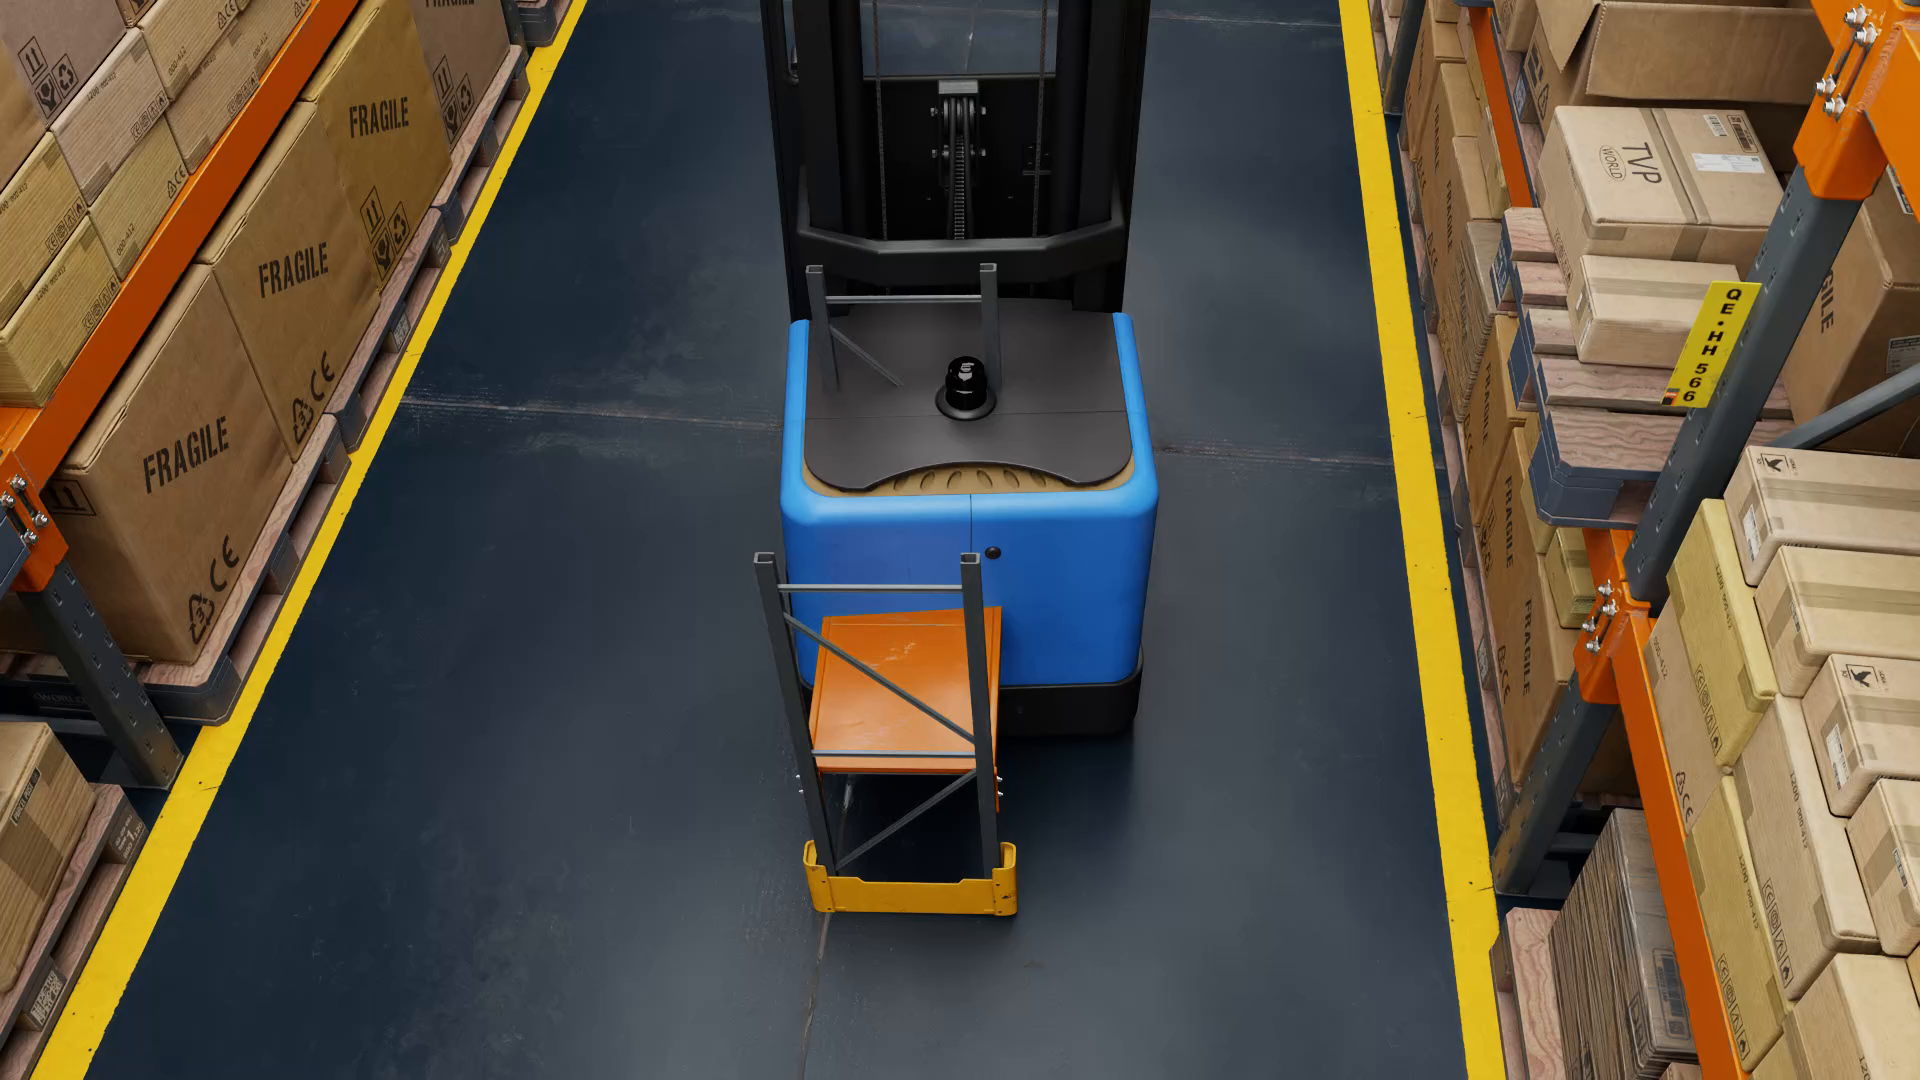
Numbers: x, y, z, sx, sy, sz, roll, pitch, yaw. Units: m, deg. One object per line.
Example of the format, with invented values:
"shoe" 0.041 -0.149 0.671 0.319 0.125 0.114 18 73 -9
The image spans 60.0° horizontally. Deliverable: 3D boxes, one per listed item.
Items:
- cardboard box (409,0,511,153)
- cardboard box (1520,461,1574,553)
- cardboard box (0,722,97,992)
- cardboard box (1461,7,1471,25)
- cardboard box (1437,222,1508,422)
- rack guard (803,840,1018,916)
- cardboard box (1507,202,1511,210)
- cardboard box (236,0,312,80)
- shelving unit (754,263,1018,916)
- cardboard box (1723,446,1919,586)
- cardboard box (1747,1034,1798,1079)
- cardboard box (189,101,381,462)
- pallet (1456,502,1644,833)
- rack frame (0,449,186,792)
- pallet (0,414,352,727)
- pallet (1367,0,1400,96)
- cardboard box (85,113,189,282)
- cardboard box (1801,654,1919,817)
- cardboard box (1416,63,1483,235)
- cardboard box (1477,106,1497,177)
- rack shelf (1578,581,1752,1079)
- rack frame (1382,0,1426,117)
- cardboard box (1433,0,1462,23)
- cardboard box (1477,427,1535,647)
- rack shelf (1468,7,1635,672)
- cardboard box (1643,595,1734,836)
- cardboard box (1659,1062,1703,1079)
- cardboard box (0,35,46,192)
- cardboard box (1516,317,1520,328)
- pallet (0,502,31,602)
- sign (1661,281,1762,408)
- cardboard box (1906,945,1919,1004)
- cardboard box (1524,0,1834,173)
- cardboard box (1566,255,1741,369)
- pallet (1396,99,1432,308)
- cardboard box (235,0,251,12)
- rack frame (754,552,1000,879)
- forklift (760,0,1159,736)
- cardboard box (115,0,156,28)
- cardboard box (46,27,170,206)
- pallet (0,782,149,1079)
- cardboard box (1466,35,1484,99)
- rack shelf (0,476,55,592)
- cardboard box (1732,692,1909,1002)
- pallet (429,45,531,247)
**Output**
"cardboard box" -2.505 -2.229 6.911 0.875 0.875 0.875 5 48 5
"cardboard box" 1.837 -0.095 4.774 0.380 0.149 0.250 2 48 2
"cardboard box" -2.955 0.833 4.451 0.950 0.372 0.625 1 48 1
"cardboard box" 2.141 -2.112 6.417 0.380 0.149 0.250 2 48 2
"cardboard box" 2.005 -0.753 5.815 0.500 0.500 0.500 2 48 2
"rack guard" -0.134 0.953 4.690 0.587 0.250 0.087 0 48 4
"cardboard box" 2.065 -1.042 5.640 0.380 0.149 0.250 4 48 4
"cardboard box" -2.474 -1.745 5.415 0.500 0.250 0.500 4 48 4
"shelving unit" -0.141 0.164 4.565 0.587 1.500 1.083 0 48 4
"cardboard box" 1.728 -0.033 3.240 0.380 0.149 0.250 5 48 5
"cardboard box" 1.676 1.113 2.801 0.500 0.250 0.500 2 48 2
"cardboard box" -2.662 -0.908 5.703 0.875 0.875 0.875 4 48 4
"pallet" 2.156 0.400 5.241 1.003 0.211 1.213 4 48 4
"rack frame" -2.893 -0.326 4.016 1.000 3.000 0.127 4 48 4
"pallet" -2.746 0.041 5.570 1.003 0.211 1.213 4 48 4
"pallet" 2.478 -2.498 7.892 1.003 0.211 1.213 4 48 4
"cardboard box" -2.569 -0.997 4.730 0.500 0.250 0.500 3 48 2
"cardboard box" 1.707 0.353 2.887 0.380 0.149 0.250 5 48 5
"cardboard box" 2.108 -1.500 6.499 0.500 0.500 0.500 3 48 3
"cardboard box" 2.085 -1.424 5.990 0.380 0.149 0.250 4 48 3
"rack shelf" 1.868 1.717 2.634 1.077 0.370 4.000 4 48 4
"rack frame" 2.415 -2.934 6.401 1.000 3.000 0.127 4 48 4
"cardboard box" 2.117 -2.206 6.704 0.380 0.149 0.250 6 48 5
"cardboard box" 1.931 0.015 5.113 0.500 0.500 0.500 3 48 3
"rack shelf" 2.232 -1.222 5.322 1.077 0.370 4.000 4 48 4
"cardboard box" 1.766 0.365 3.485 0.500 0.250 0.500 4 48 4
"cardboard box" 1.928 1.603 3.576 0.875 0.625 0.625 5 48 5
"cardboard box" -2.605 -1.043 3.926 0.500 0.500 0.500 2 48 2
"cardboard box" 1.996 -0.660 5.290 0.380 0.149 0.250 3 48 3
"pallet" -2.852 0.269 3.601 1.213 0.211 1.003 4 48 4
"sign" 1.509 -0.389 3.342 0.100 0.325 0.005 4 48 4
"cardboard box" 1.703 0.733 2.539 0.380 0.149 0.250 4 48 4
"cardboard box" 2.015 -1.384 4.628 0.797 0.503 0.637 3 48 3
"cardboard box" 1.728 -0.561 4.116 0.380 0.149 0.250 5 48 4
"pallet" 2.378 -1.393 6.881 1.003 0.211 1.213 4 48 4
"cardboard box" -2.436 -1.917 5.233 0.500 0.250 0.500 5 48 4
"rack frame" -0.167 0.545 4.217 0.500 1.500 0.032 0 48 4
"forklift" -0.022 -1.453 5.092 1.130 2.935 3.031 -1 48 -1
"cardboard box" -2.507 -1.788 4.607 0.500 0.500 0.500 5 48 5
"cardboard box" -2.553 -1.180 4.559 0.500 0.250 0.500 5 48 4
"pallet" -2.966 1.189 4.519 1.003 0.211 1.213 4 48 4
"cardboard box" 2.157 -1.808 6.340 0.380 0.149 0.250 2 48 2
"rack shelf" -3.075 1.386 2.937 1.077 0.370 4.000 4 48 4
"cardboard box" 1.720 0.564 2.964 0.500 0.250 0.500 5 48 5
"pallet" -2.524 -1.752 7.210 1.003 0.211 1.213 4 48 4
